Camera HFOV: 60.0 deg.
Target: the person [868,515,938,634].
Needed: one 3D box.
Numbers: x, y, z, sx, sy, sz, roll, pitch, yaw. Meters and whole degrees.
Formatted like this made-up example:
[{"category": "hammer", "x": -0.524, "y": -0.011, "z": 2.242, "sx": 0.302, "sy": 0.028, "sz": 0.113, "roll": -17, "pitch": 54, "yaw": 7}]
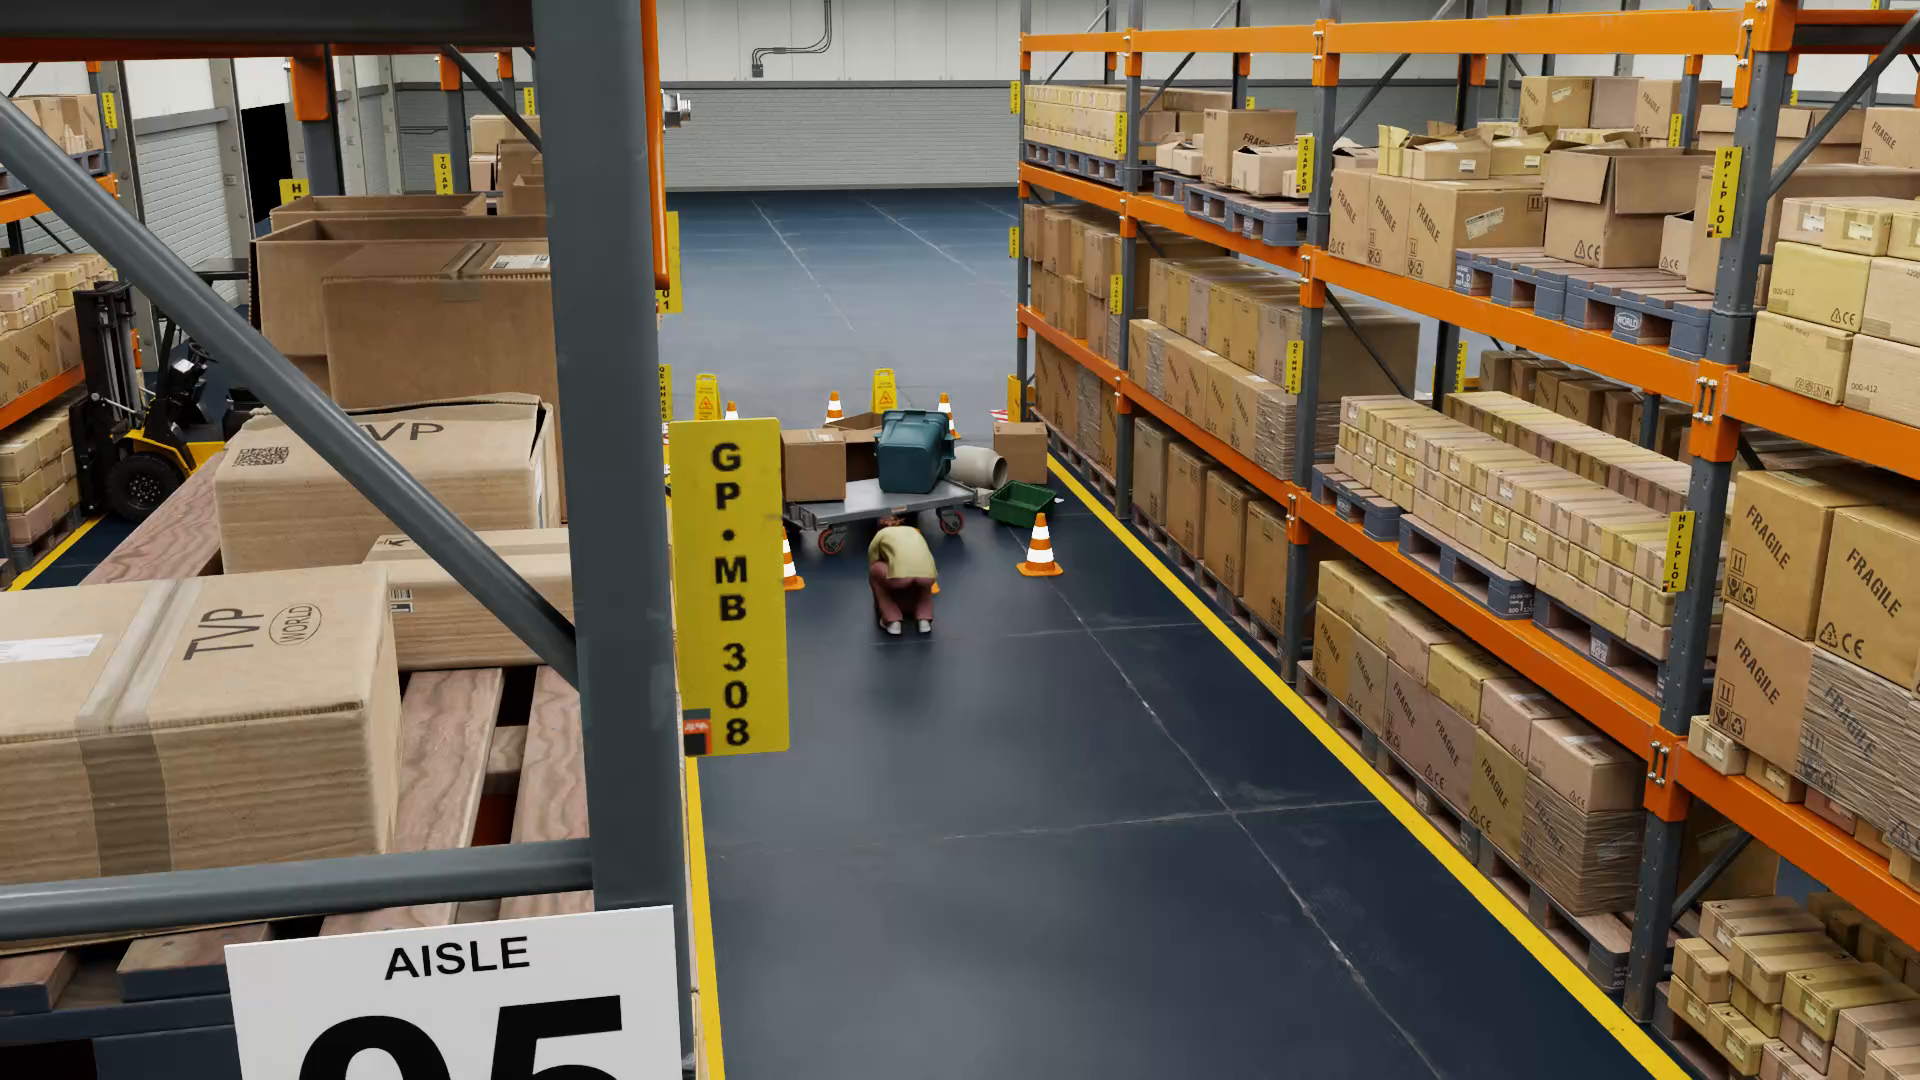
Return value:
[{"category": "person", "x": -0.416, "y": 0.238, "z": 11.916, "sx": 0.458, "sy": 0.762, "sz": 0.859, "roll": -3, "pitch": 17, "yaw": -12}]
